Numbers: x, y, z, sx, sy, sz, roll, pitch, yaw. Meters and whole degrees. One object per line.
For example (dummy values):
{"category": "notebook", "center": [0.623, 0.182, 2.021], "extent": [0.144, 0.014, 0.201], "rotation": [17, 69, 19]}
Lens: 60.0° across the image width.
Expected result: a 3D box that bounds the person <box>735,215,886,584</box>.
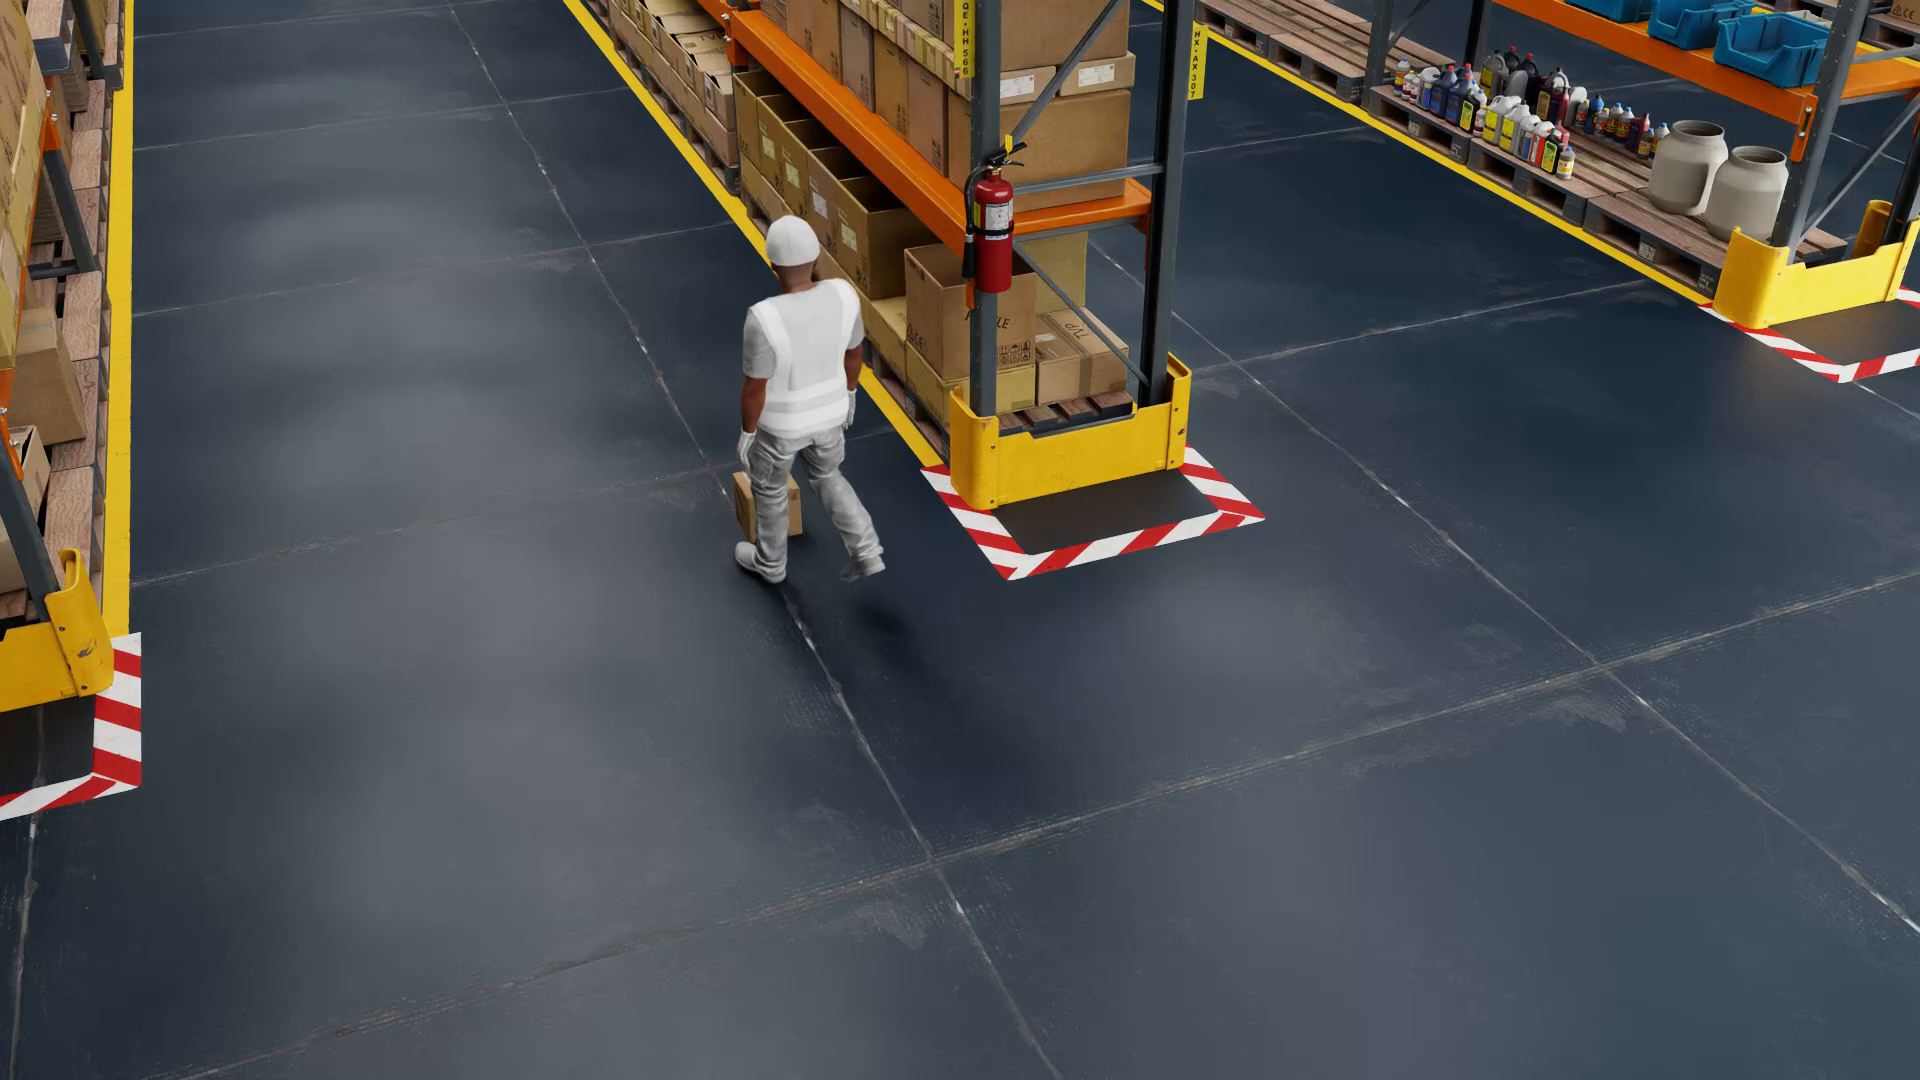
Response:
{"category": "person", "center": [-0.686, -0.535, 6.935], "extent": [0.584, 1.770, 0.779], "rotation": [-21, 39, -29]}
